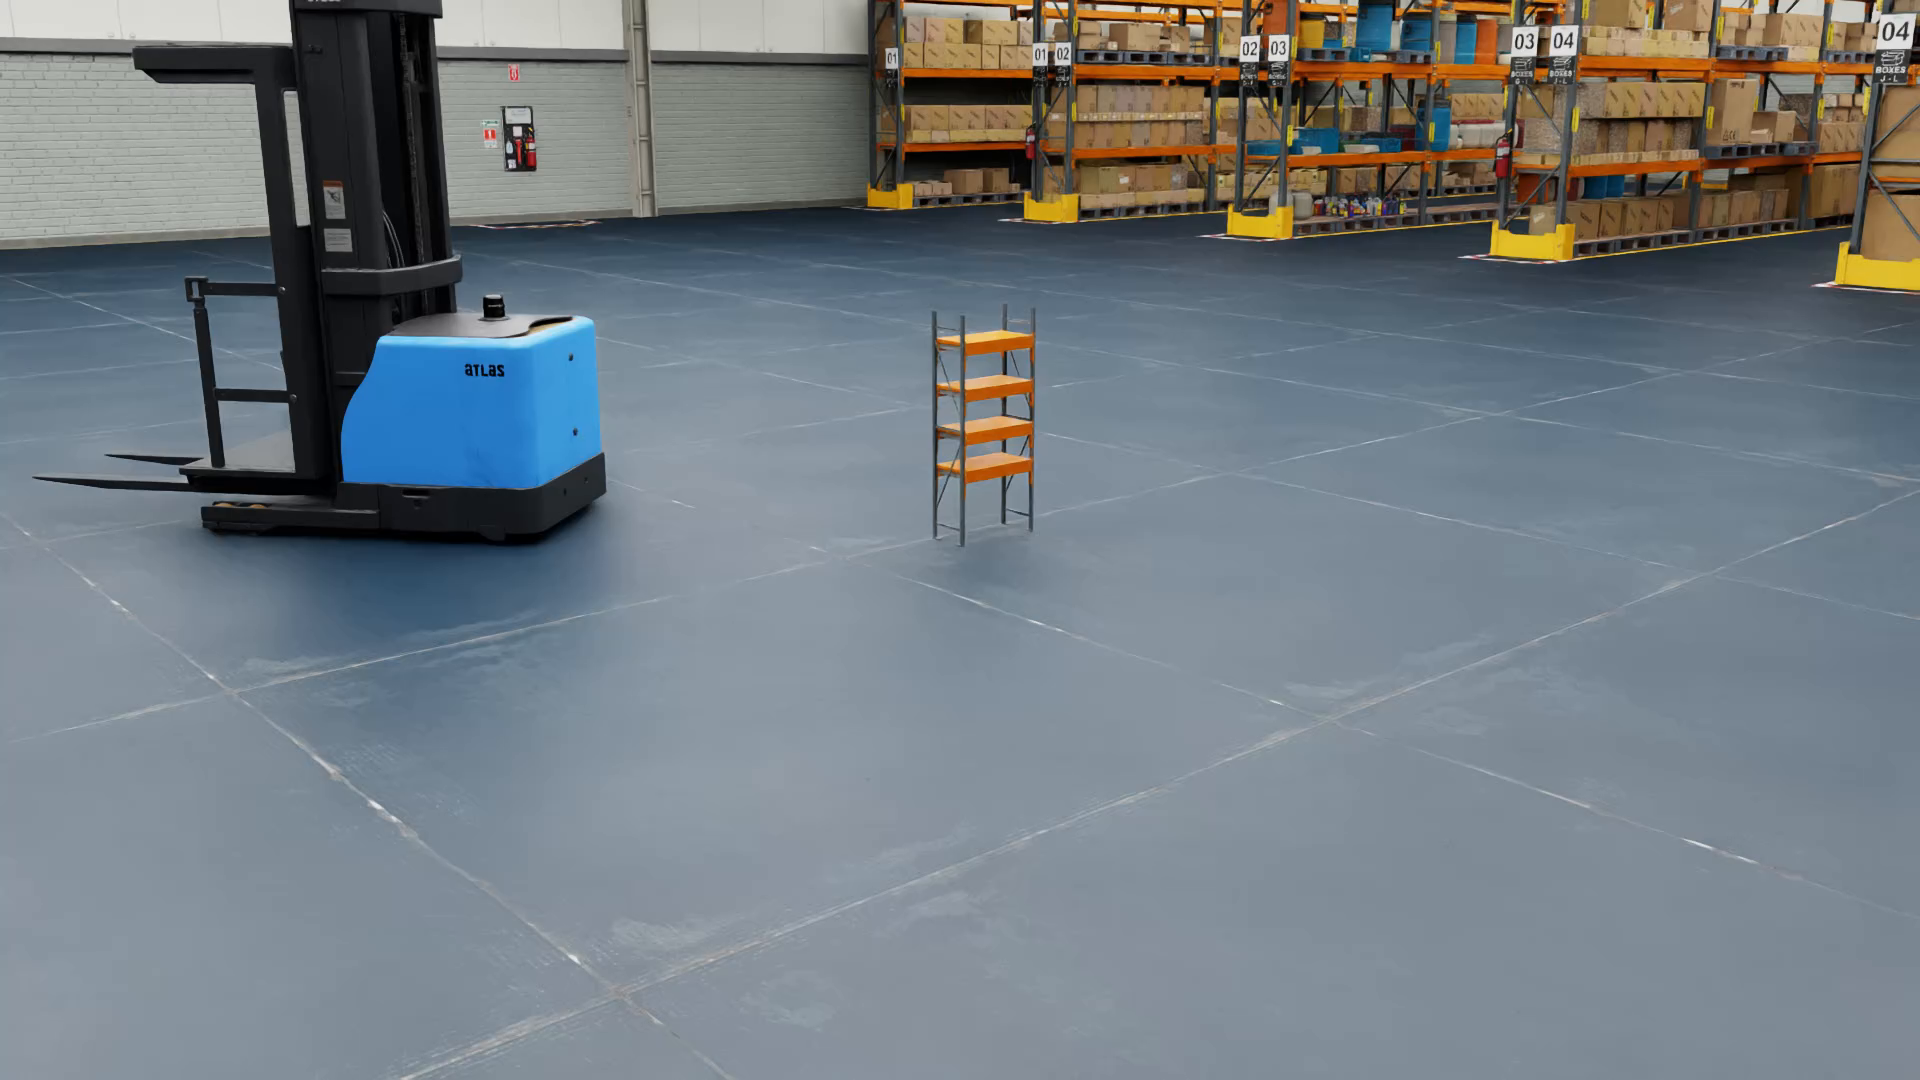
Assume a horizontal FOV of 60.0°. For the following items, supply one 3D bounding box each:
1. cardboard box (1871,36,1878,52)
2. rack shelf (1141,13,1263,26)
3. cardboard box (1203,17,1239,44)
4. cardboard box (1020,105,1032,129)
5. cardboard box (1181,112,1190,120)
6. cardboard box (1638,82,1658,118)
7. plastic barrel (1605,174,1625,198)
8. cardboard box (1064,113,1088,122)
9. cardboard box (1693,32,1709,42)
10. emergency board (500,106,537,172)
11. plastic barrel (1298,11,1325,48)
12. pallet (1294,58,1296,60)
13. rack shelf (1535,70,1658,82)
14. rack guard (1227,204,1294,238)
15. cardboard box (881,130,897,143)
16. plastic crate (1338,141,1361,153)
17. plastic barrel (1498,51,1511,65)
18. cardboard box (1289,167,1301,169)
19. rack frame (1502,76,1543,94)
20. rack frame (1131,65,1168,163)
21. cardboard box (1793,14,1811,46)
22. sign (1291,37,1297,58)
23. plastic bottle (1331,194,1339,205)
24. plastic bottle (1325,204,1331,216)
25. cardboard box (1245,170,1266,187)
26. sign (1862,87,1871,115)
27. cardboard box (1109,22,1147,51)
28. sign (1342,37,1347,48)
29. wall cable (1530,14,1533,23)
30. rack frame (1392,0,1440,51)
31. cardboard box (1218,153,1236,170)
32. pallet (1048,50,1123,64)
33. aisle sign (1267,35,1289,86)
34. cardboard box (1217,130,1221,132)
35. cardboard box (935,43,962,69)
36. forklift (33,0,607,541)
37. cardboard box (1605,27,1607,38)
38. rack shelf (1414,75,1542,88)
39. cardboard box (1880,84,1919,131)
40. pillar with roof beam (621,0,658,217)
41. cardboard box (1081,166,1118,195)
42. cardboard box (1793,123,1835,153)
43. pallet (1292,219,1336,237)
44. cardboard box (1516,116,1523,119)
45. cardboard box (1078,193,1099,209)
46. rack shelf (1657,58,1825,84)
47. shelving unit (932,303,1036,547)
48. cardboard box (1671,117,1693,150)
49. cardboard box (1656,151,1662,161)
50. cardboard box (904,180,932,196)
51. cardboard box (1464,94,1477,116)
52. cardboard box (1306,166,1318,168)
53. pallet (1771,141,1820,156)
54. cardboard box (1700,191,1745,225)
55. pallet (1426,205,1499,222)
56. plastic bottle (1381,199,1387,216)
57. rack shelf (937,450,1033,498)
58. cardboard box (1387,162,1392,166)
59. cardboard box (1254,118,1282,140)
[{"bbox_3d":[16.390,-9.021,30.254,0.500,0.311,0.500,-14,20,-41],"label":"cardboard box"},{"bbox_3d":[6.014,-12.492,40.247,4.000,0.370,1.077,-13,19,-39],"label":"rack shelf"},{"bbox_3d":[5.233,-10.192,33.307,0.500,0.500,0.500,-12,19,-39],"label":"cardboard box"},{"bbox_3d":[1.334,-9.277,36.466,0.500,0.500,0.500,-13,20,-39],"label":"cardboard box"},{"bbox_3d":[4.294,-8.341,32.715,0.250,0.149,0.380,-13,20,-41],"label":"cardboard box"},{"bbox_3d":[9.950,-6.516,24.625,0.500,0.500,0.500,-13,19,-39],"label":"cardboard box"},{"bbox_3d":[13.604,-7.644,34.808,0.708,0.901,0.600,-13,19,-39],"label":"plastic barrel"},{"bbox_3d":[2.162,-7.862,30.922,0.250,0.149,0.380,-13,20,-40],"label":"cardboard box"},{"bbox_3d":[11.187,-7.683,25.405,0.250,0.149,0.380,-12,19,-38],"label":"cardboard box"},{"bbox_3d":[-7.985,-7.299,30.264,0.643,1.169,0.194,-13,19,-39],"label":"emergency board"},{"bbox_3d":[5.750,-8.472,27.664,0.600,0.588,0.600,0,15,0],"label":"plastic barrel"},{"bbox_3d":[6.465,-9.867,34.430,1.213,0.211,1.003,-12,19,-37],"label":"pallet"},{"bbox_3d":[12.517,-9.307,33.362,4.000,0.370,1.077,-13,19,-39],"label":"rack shelf"},{"bbox_3d":[5.000,-5.326,27.719,0.348,0.500,1.175,-13,19,-39],"label":"rack guard"},{"bbox_3d":[-1.305,-8.494,34.989,0.500,0.250,0.500,-12,19,-39],"label":"cardboard box"},{"bbox_3d":[6.781,-6.911,29.223,0.662,0.188,0.450,-13,19,-39],"label":"plastic crate"},{"bbox_3d":[10.202,-8.988,31.042,0.301,0.262,0.301,0,15,0],"label":"plastic barrel"},{"bbox_3d":[7.172,-7.945,36.110,0.500,0.311,0.500,-12,19,-38],"label":"cardboard box"},{"bbox_3d":[13.795,-10.187,41.074,0.127,3.000,1.000,-13,19,-39],"label":"rack frame"},{"bbox_3d":[4.505,-9.795,39.608,0.127,3.000,1.000,-13,19,-39],"label":"rack frame"},{"bbox_3d":[13.684,-8.423,27.495,0.500,0.500,0.500,-13,20,-39],"label":"cardboard box"},{"bbox_3d":[5.331,-7.857,26.522,0.005,0.325,0.100,-13,19,-39],"label":"sign"},{"bbox_3d":[6.646,-5.962,29.537,0.185,0.351,0.144,-13,20,-40],"label":"plastic bottle"},{"bbox_3d":[6.480,-5.808,29.251,0.097,0.201,0.097,0,15,0],"label":"plastic bottle"},{"bbox_3d":[5.988,-7.492,34.415,0.500,0.311,0.500,-14,20,-41],"label":"cardboard box"},{"bbox_3d":[11.059,-5.346,20.249,0.005,0.325,0.100,-13,19,-39],"label":"sign"},{"bbox_3d":[3.157,-9.472,31.308,0.500,0.500,0.500,-13,19,-39],"label":"cardboard box"},{"bbox_3d":[8.118,-10.459,35.126,0.005,0.325,0.100,-13,19,-39],"label":"sign"},{"bbox_3d":[16.817,-15.350,45.011,0.112,2.526,3.097,-13,19,-39],"label":"wall cable"},{"bbox_3d":[7.991,-10.087,29.076,0.127,3.000,1.000,-13,19,-39],"label":"rack frame"},{"bbox_3d":[6.449,-9.350,41.295,0.750,0.750,0.750,-12,19,-38],"label":"cardboard box"},{"bbox_3d":[2.275,-8.997,30.980,1.213,0.211,1.003,-13,19,-39],"label":"pallet"},{"bbox_3d":[5.111,-7.698,26.719,0.004,0.787,0.394,-13,19,-39],"label":"aisle sign"},{"bbox_3d":[6.258,-9.999,40.820,0.250,0.149,0.380,-12,19,-38],"label":"cardboard box"},{"bbox_3d":[-0.296,-10.128,34.808,0.500,0.500,0.500,-12,19,-37],"label":"cardboard box"},{"bbox_3d":[-3.581,-1.570,8.946,3.031,2.935,1.130,2,15,9],"label":"forklift"},{"bbox_3d":[8.953,-7.210,23.635,0.250,0.149,0.380,-13,20,-40],"label":"cardboard box"},{"bbox_3d":[12.286,-10.949,39.511,4.000,0.370,1.077,-13,19,-39],"label":"rack shelf"},{"bbox_3d":[11.710,-5.214,20.073,0.550,0.550,0.875,-13,19,-39],"label":"cardboard box"},{"bbox_3d":[-3.270,-9.771,27.892,0.400,9.000,9.100,-13,19,-39],"label":"pillar with roof beam"},{"bbox_3d":[2.651,-6.846,31.627,0.500,0.500,0.500,-13,19,-39],"label":"cardboard box"},{"bbox_3d":[14.805,-6.980,28.875,0.500,0.500,0.500,-12,19,-38],"label":"cardboard box"},{"bbox_3d":[5.616,-5.323,28.267,1.213,0.211,1.003,-13,19,-39],"label":"pallet"},{"bbox_3d":[13.246,-10.017,40.247,0.500,0.500,0.500,-12,19,-39],"label":"cardboard box"},{"bbox_3d":[2.275,-6.398,31.405,0.500,0.250,0.500,-13,19,-39],"label":"cardboard box"},{"bbox_3d":[12.751,-7.665,27.215,4.000,0.370,1.077,-13,19,-39],"label":"rack shelf"},{"bbox_3d":[0.125,-0.608,8.700,0.503,1.200,0.258,-13,19,-39],"label":"shelving unit"},{"bbox_3d":[10.862,-6.352,25.949,0.500,0.500,0.875,-13,19,-39],"label":"cardboard box"},{"bbox_3d":[10.459,-5.858,25.354,0.250,0.149,0.380,-13,19,-39],"label":"cardboard box"},{"bbox_3d":[-0.949,-7.453,35.198,0.500,0.311,0.500,13,20,41],"label":"cardboard box"},{"bbox_3d":[11.706,-10.153,38.816,0.500,0.500,0.500,-13,20,-41],"label":"cardboard box"},{"bbox_3d":[8.924,-9.746,43.453,0.500,0.500,0.700,-12,19,-38],"label":"cardboard box"},{"bbox_3d":[13.792,-6.668,28.273,1.003,0.211,1.213,-13,19,-39],"label":"pallet"},{"bbox_3d":[12.513,-5.501,27.524,0.700,0.500,0.500,14,20,42],"label":"cardboard box"},{"bbox_3d":[9.479,-6.190,31.515,1.213,0.211,1.003,-13,19,-39],"label":"pallet"},{"bbox_3d":[7.454,-5.856,29.270,0.133,0.283,0.061,-11,19,-36],"label":"plastic bottle"},{"bbox_3d":[0.125,-0.351,8.769,0.480,0.148,0.258,-13,19,-39],"label":"rack shelf"},{"bbox_3d":[9.498,-8.672,37.942,0.500,0.250,0.500,-13,19,-39],"label":"cardboard box"},{"bbox_3d":[6.504,-8.592,34.911,0.500,0.500,0.500,-14,20,-42],"label":"cardboard box"}]
